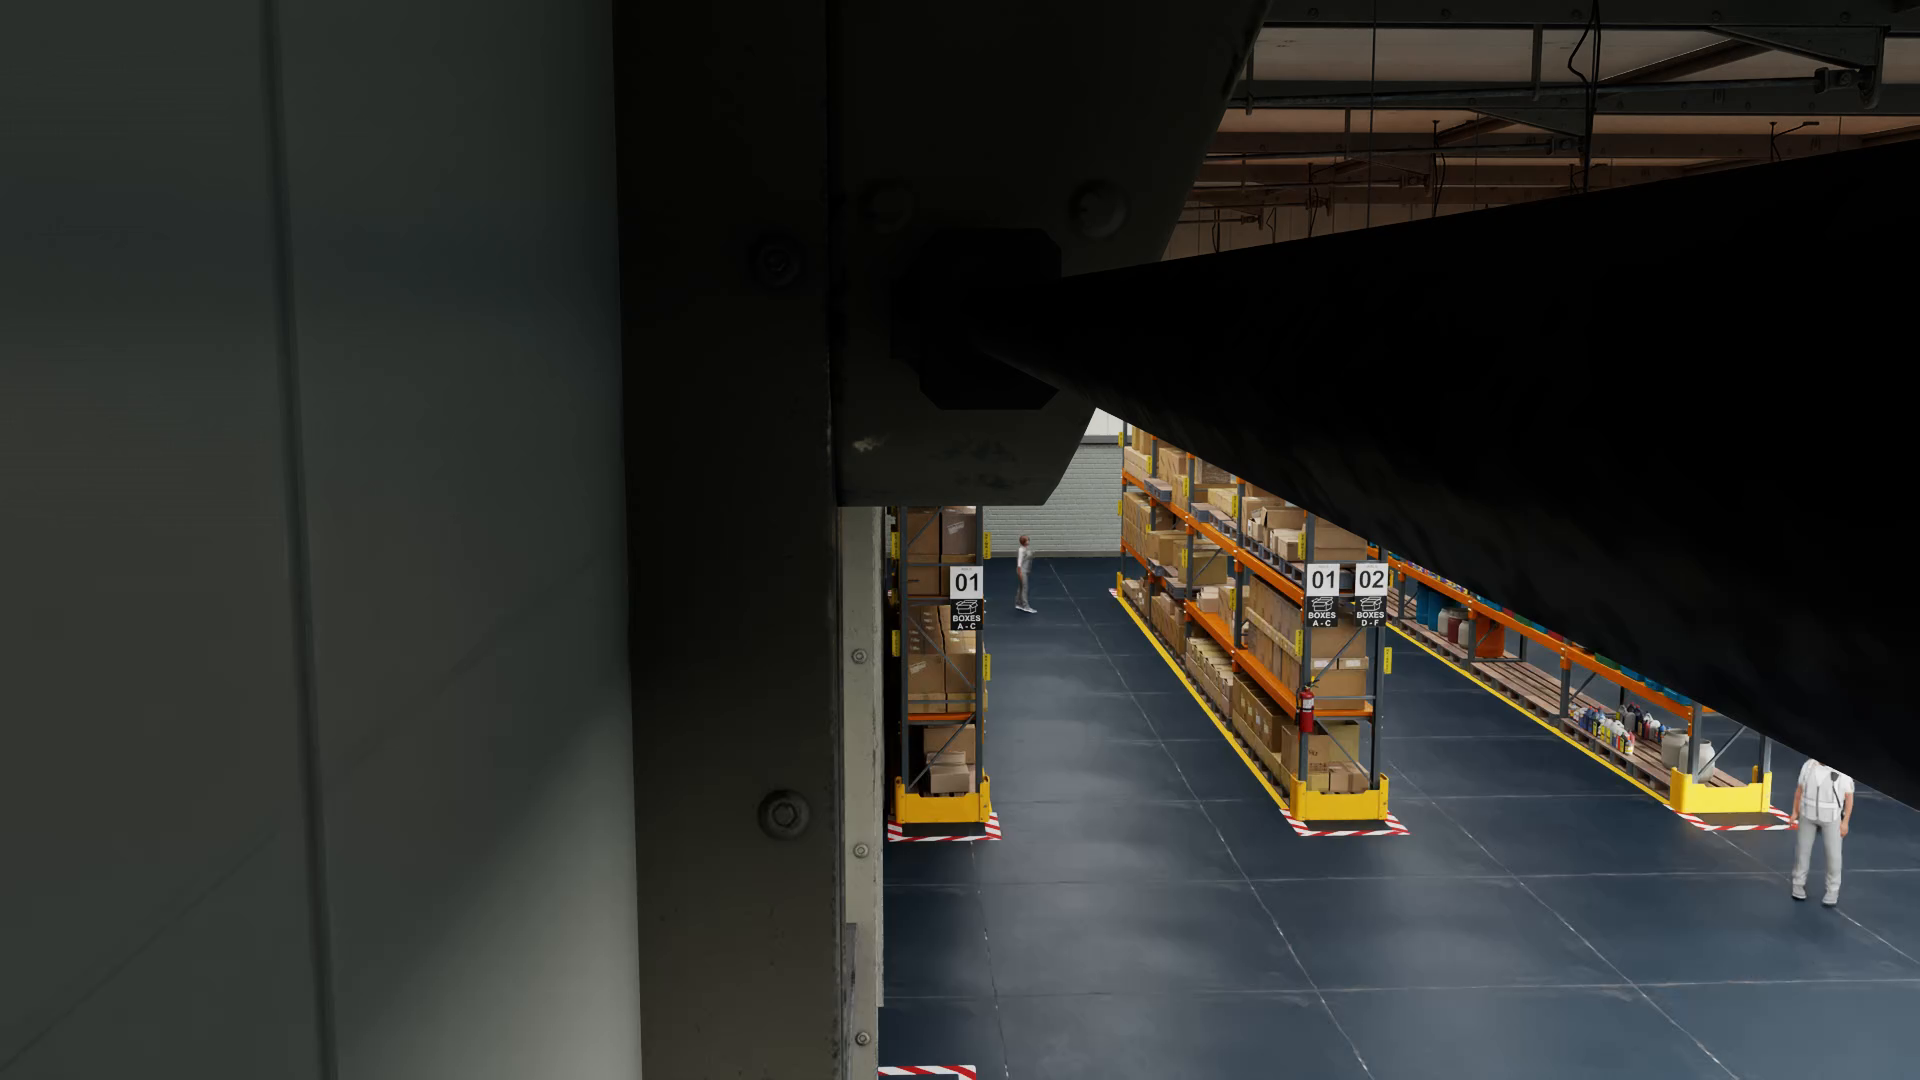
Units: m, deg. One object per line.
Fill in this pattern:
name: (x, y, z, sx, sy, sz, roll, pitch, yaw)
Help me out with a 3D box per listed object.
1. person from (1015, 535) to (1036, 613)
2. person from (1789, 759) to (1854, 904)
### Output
person: (1.391, 0.688, 34.633, 0.531, 1.606, 0.450, 4, 9, 25)
person: (9.193, 2.962, 17.771, 0.589, 1.779, 0.421, 5, 10, 34)
